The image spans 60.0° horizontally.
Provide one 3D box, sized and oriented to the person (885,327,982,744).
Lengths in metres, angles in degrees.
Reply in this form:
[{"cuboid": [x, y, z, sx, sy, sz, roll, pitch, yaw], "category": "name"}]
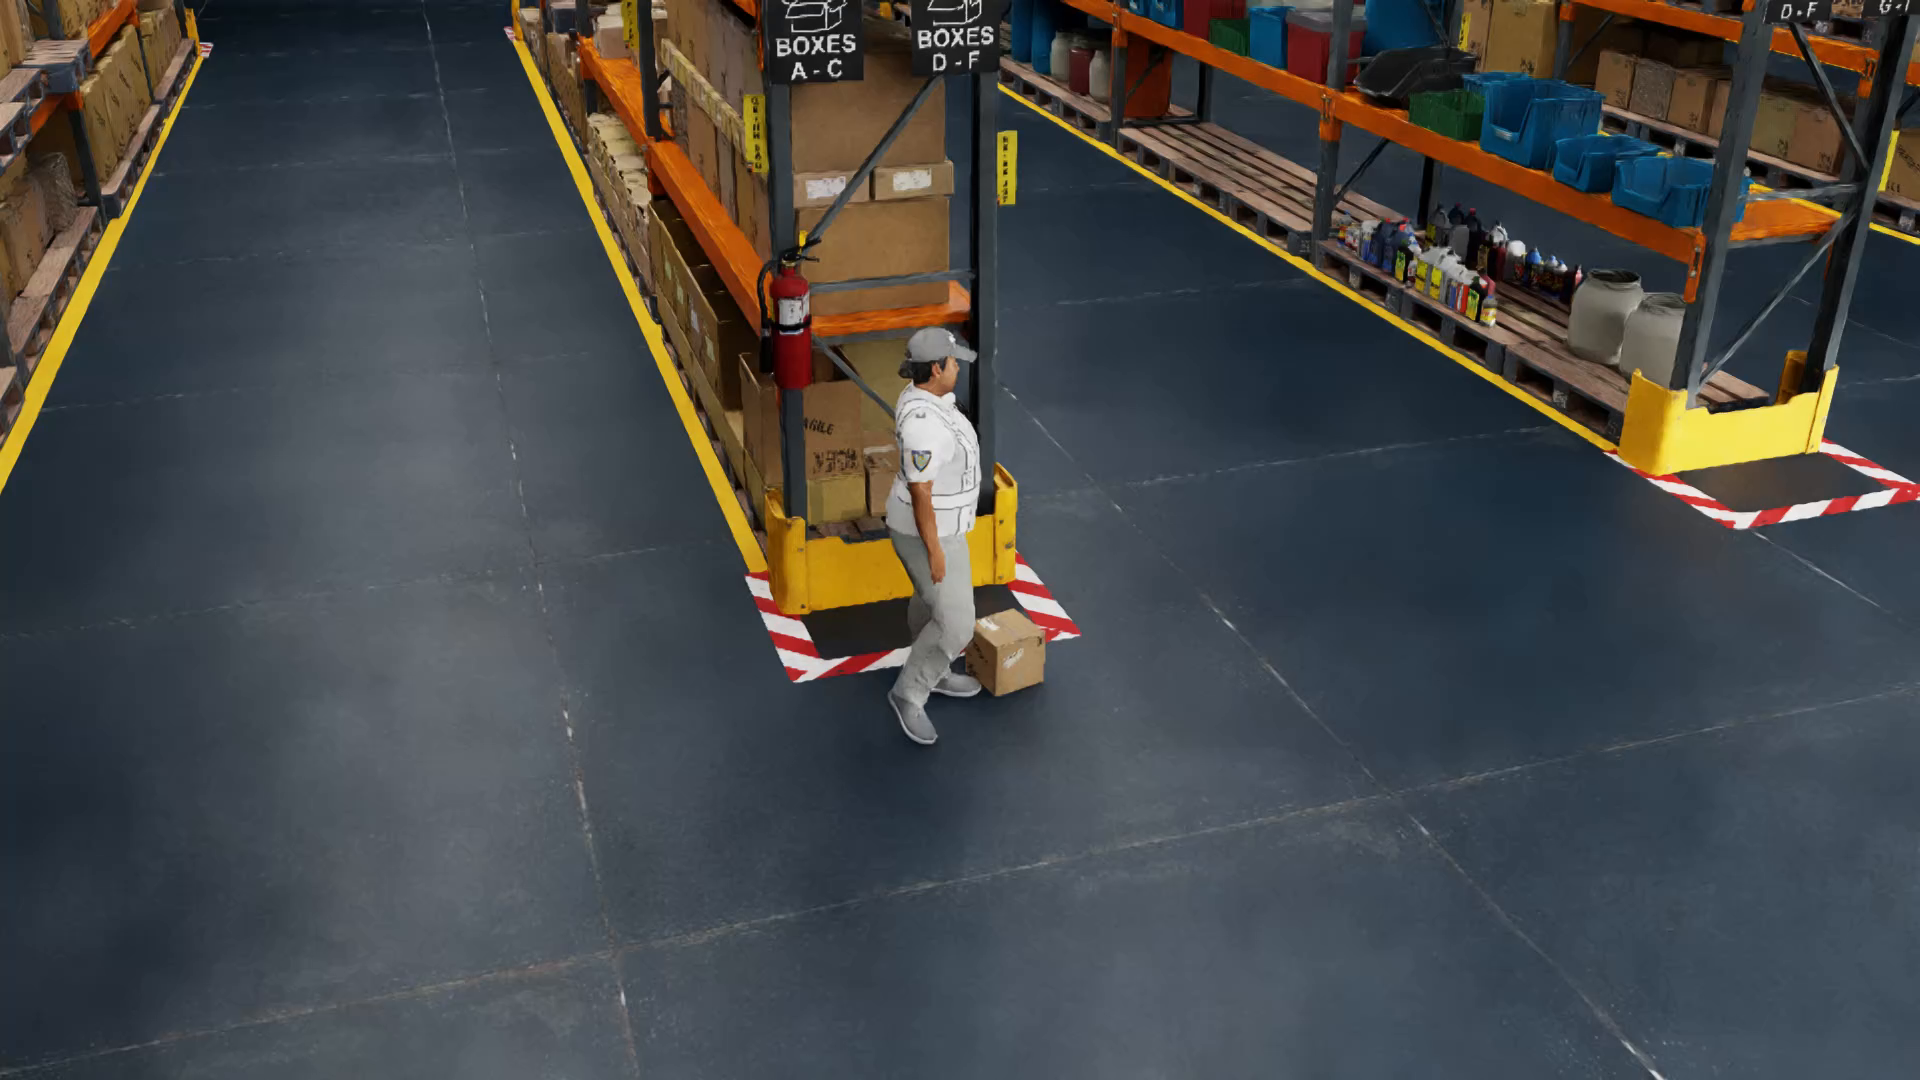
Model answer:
[{"cuboid": [-0.107, -0.035, 6.648, 0.392, 1.662, 0.578, 1, 27, 1], "category": "person"}]
